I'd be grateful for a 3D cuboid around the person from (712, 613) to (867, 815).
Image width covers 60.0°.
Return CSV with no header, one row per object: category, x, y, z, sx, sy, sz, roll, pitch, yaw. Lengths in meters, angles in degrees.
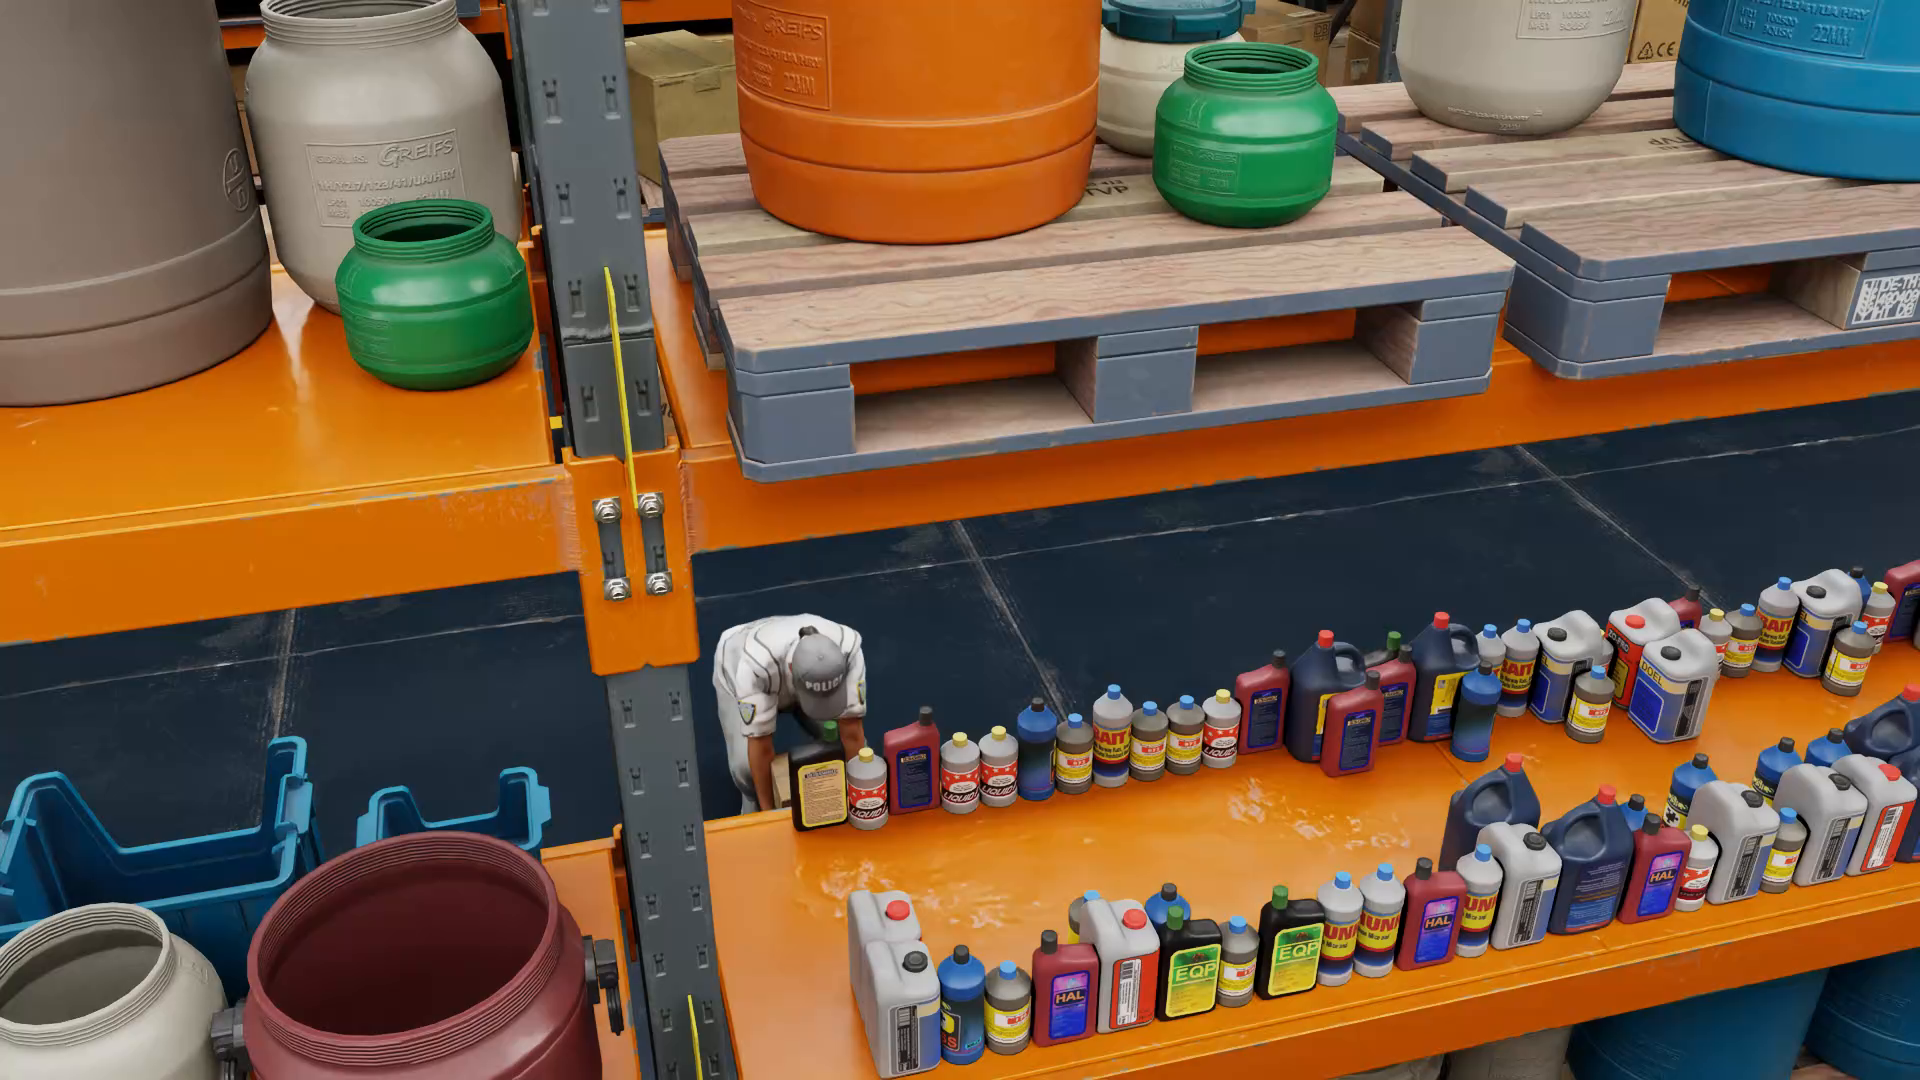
person,-0.593,0.595,5.825,0.493,0.962,0.844,-9,32,-14
